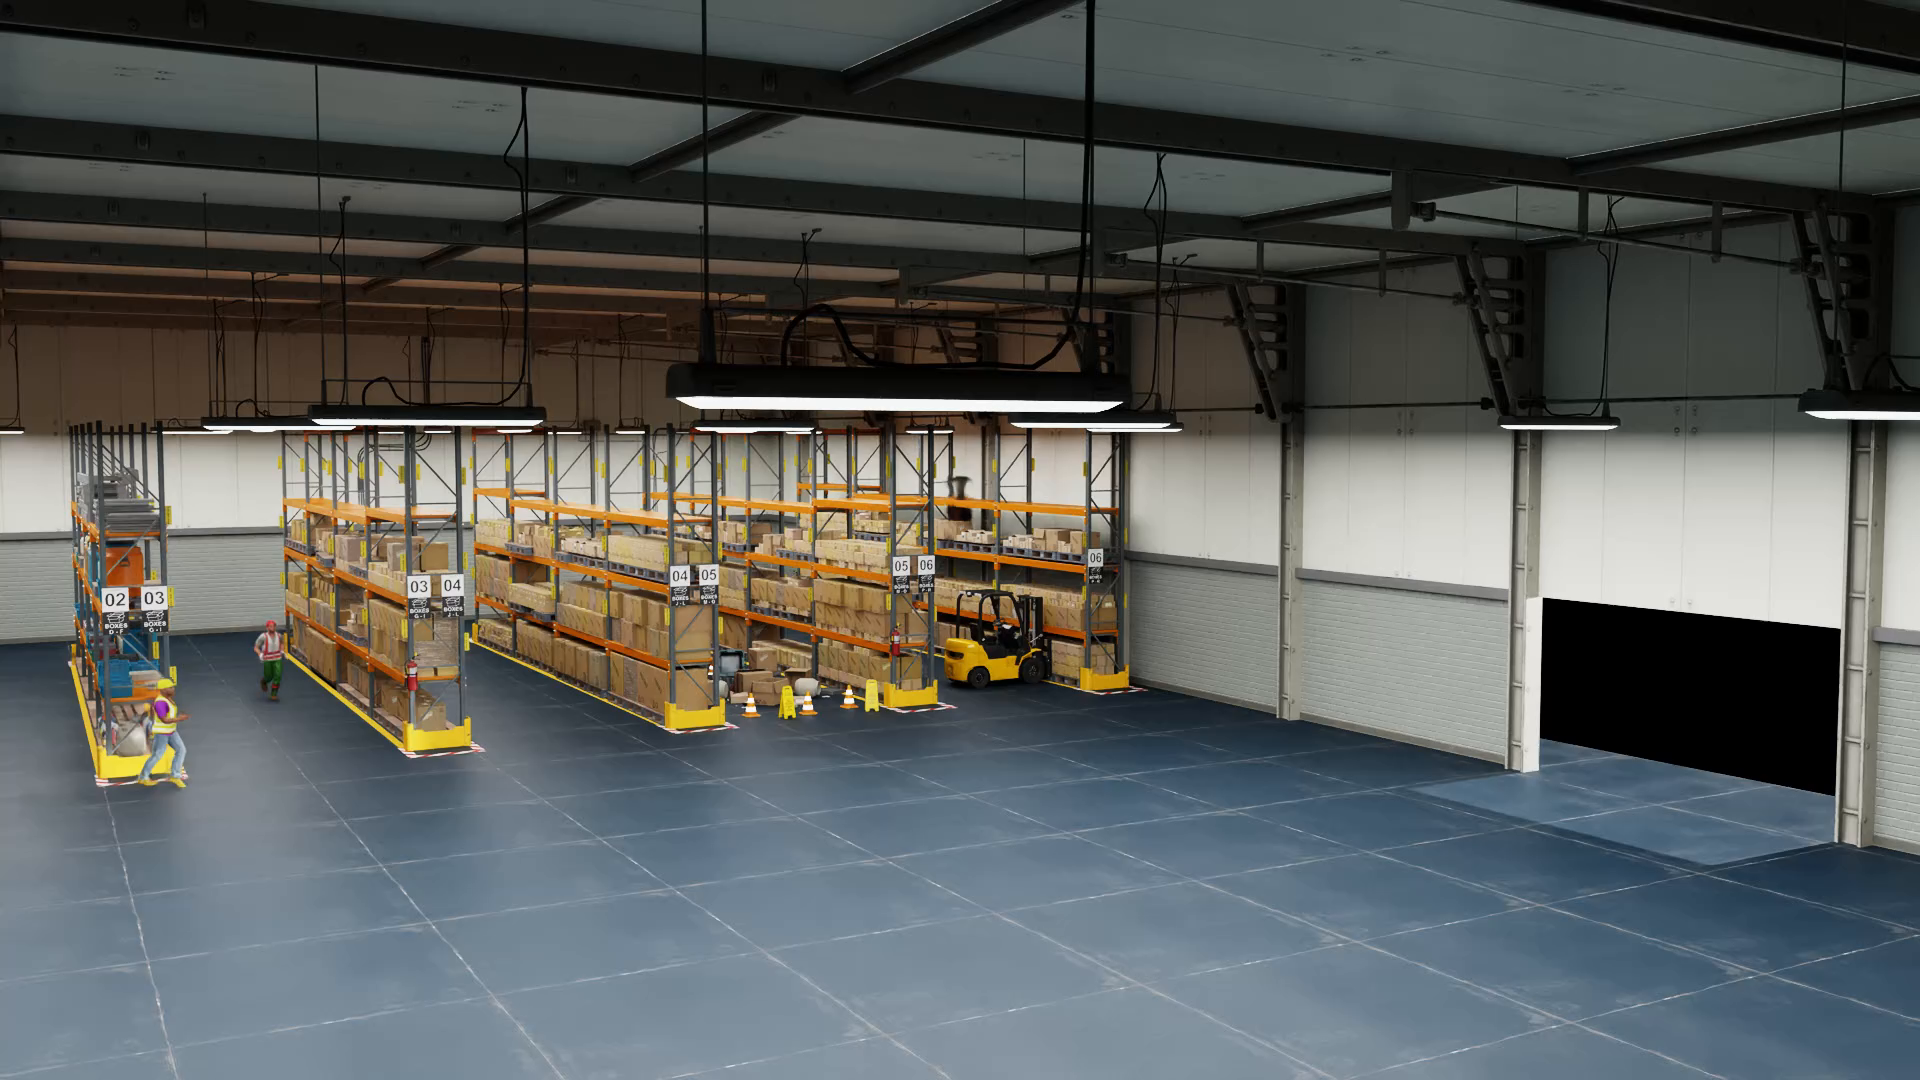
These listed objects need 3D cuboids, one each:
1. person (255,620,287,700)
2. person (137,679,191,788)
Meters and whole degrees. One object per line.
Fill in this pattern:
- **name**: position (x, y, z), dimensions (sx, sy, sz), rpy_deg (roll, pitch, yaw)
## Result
- **person**: position (-15.083, 2.612, 36.382), dimensions (0.665, 1.740, 0.750), rpy_deg (-3, 5, -40)
- **person**: position (-12.930, 3.170, 27.039), dimensions (0.854, 1.823, 0.661), rpy_deg (0, 4, -6)
